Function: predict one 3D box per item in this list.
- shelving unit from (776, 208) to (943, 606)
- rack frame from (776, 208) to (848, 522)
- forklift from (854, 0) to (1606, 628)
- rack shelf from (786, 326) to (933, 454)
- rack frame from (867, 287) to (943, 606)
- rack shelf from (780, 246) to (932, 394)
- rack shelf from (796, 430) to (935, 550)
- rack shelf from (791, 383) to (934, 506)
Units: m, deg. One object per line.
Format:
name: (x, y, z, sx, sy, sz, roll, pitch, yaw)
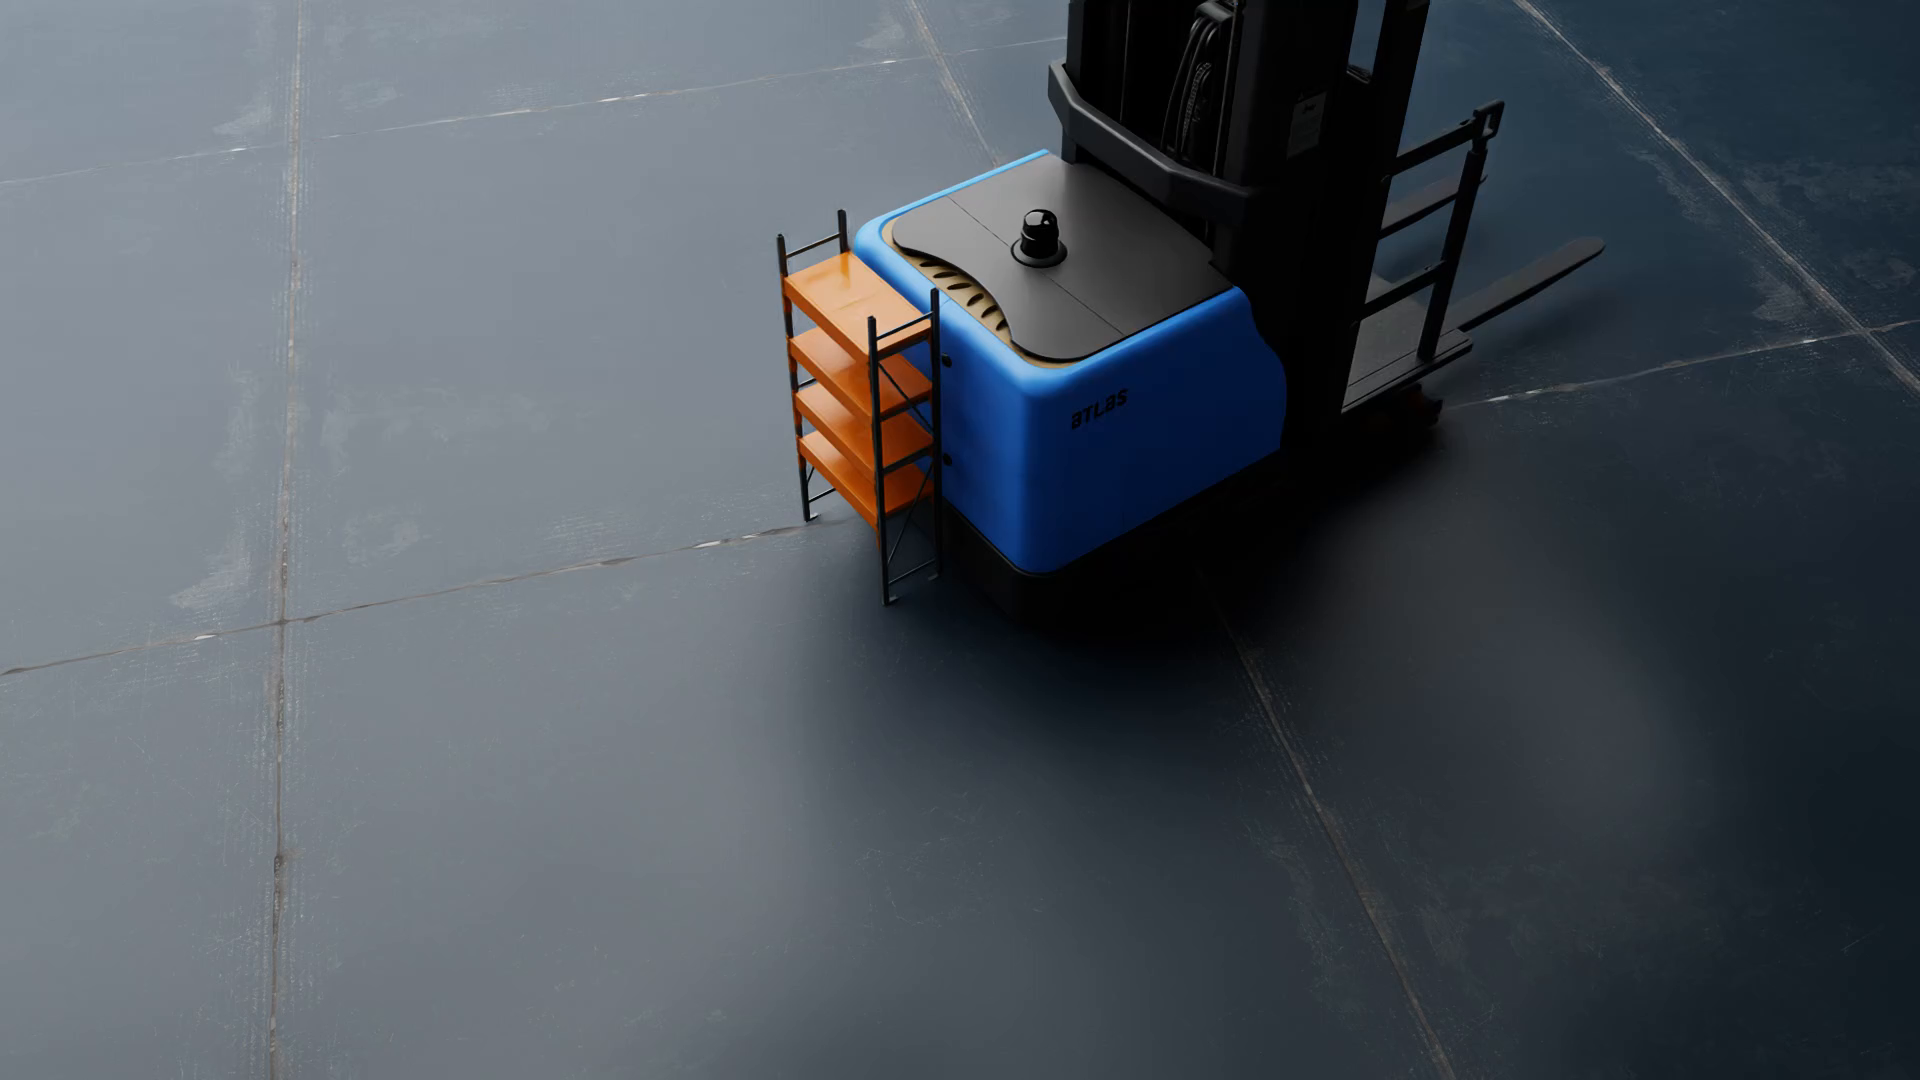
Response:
shelving unit: (-0.304, -0.395, 5.296, 0.258, 1.200, 0.503, -28, 52, -24)
rack frame: (-0.447, -0.536, 5.434, 0.240, 1.200, 0.015, -28, 52, -24)
forklift: (1.143, -1.600, 5.266, 3.031, 2.935, 1.130, -28, 52, -24)
rack shelf: (-0.304, -0.504, 5.185, 0.258, 0.148, 0.480, -28, 52, -24)
rack frame: (-0.160, -0.254, 5.158, 0.240, 1.200, 0.015, -28, 52, -24)
rack shelf: (-0.304, -0.669, 5.015, 0.258, 0.148, 0.480, -28, 52, -24)
rack shelf: (-0.303, -0.209, 5.486, 0.258, 0.148, 0.480, -28, 52, -24)
rack shelf: (-0.304, -0.348, 5.344, 0.258, 0.148, 0.480, -28, 52, -24)
